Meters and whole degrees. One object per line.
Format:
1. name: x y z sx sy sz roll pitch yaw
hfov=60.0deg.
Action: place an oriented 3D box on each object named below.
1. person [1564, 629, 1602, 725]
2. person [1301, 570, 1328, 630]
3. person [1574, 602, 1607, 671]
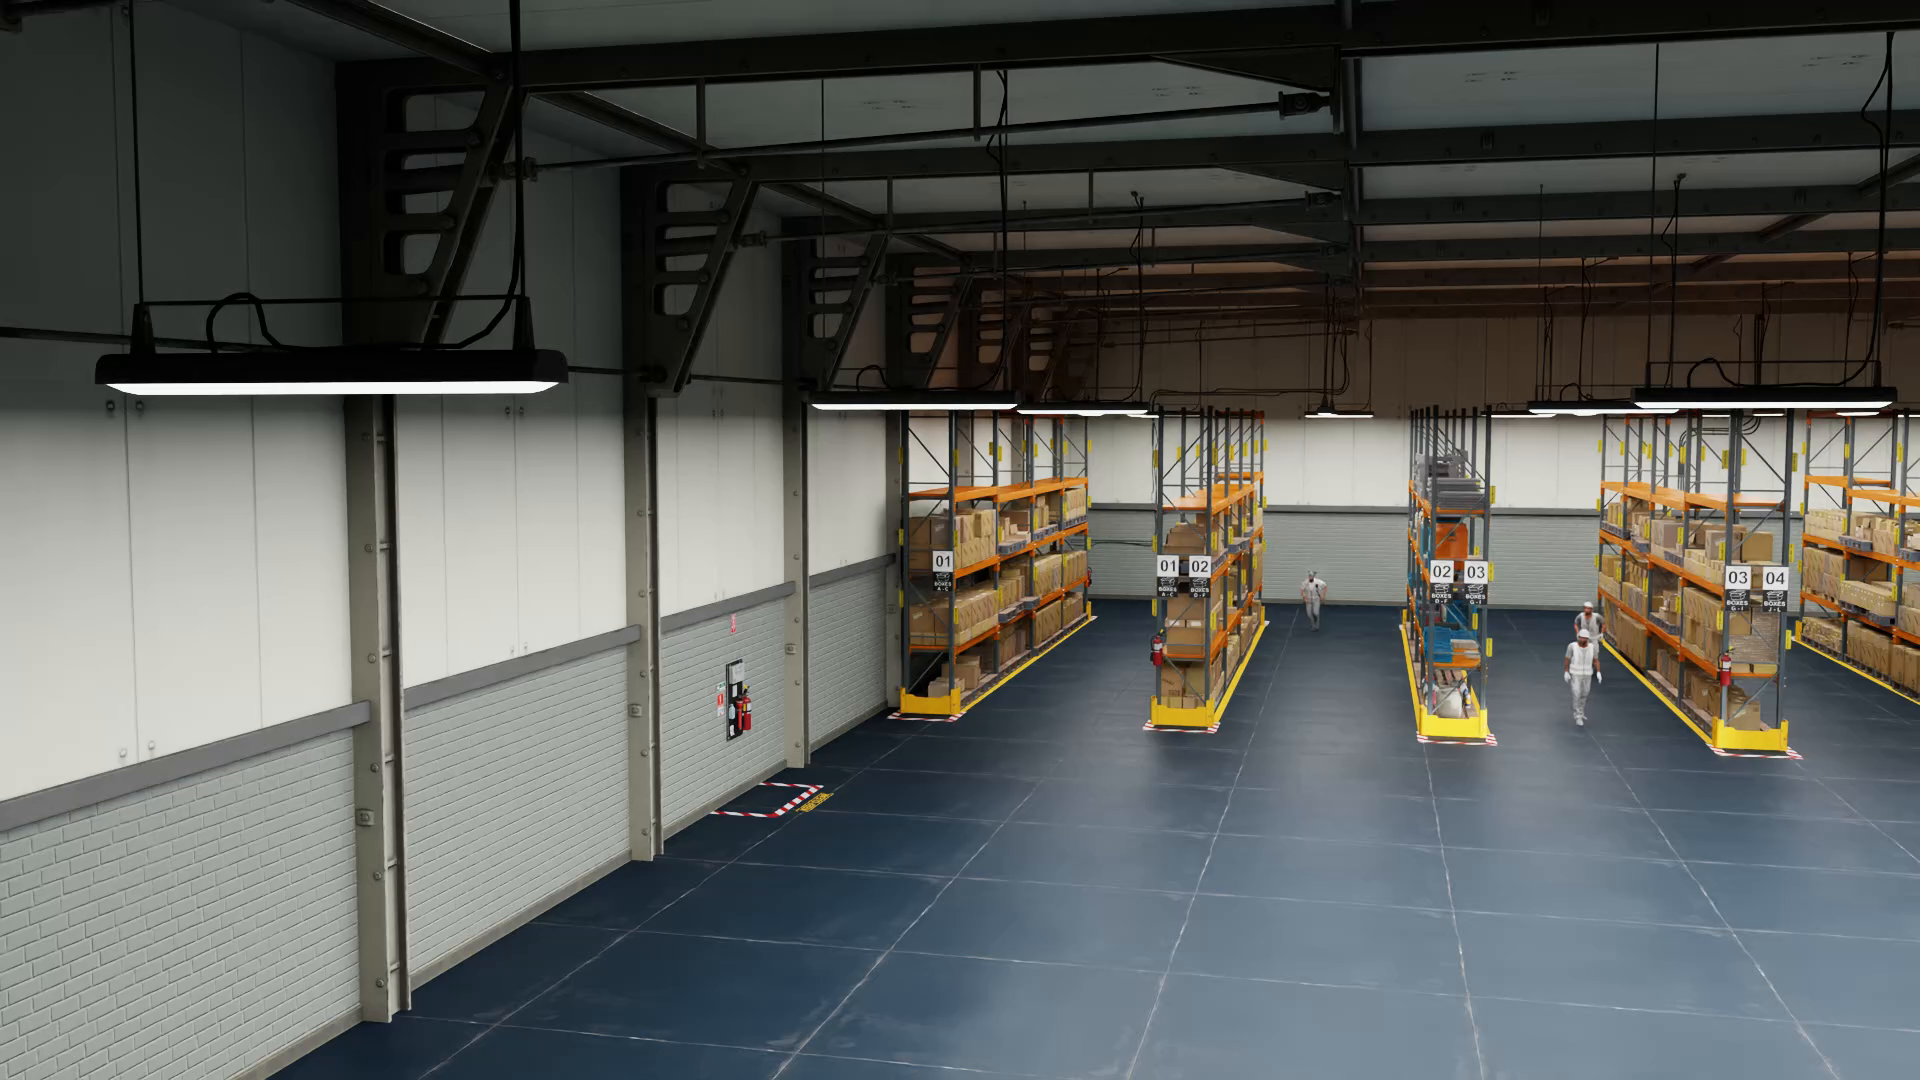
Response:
1. person: 11.812 2.573 31.535 0.614 1.788 0.712 0 4 2
2. person: 9.642 1.640 45.282 0.702 1.682 0.724 2 4 24
3. person: 14.148 2.210 37.322 0.696 1.685 0.635 2 4 22
